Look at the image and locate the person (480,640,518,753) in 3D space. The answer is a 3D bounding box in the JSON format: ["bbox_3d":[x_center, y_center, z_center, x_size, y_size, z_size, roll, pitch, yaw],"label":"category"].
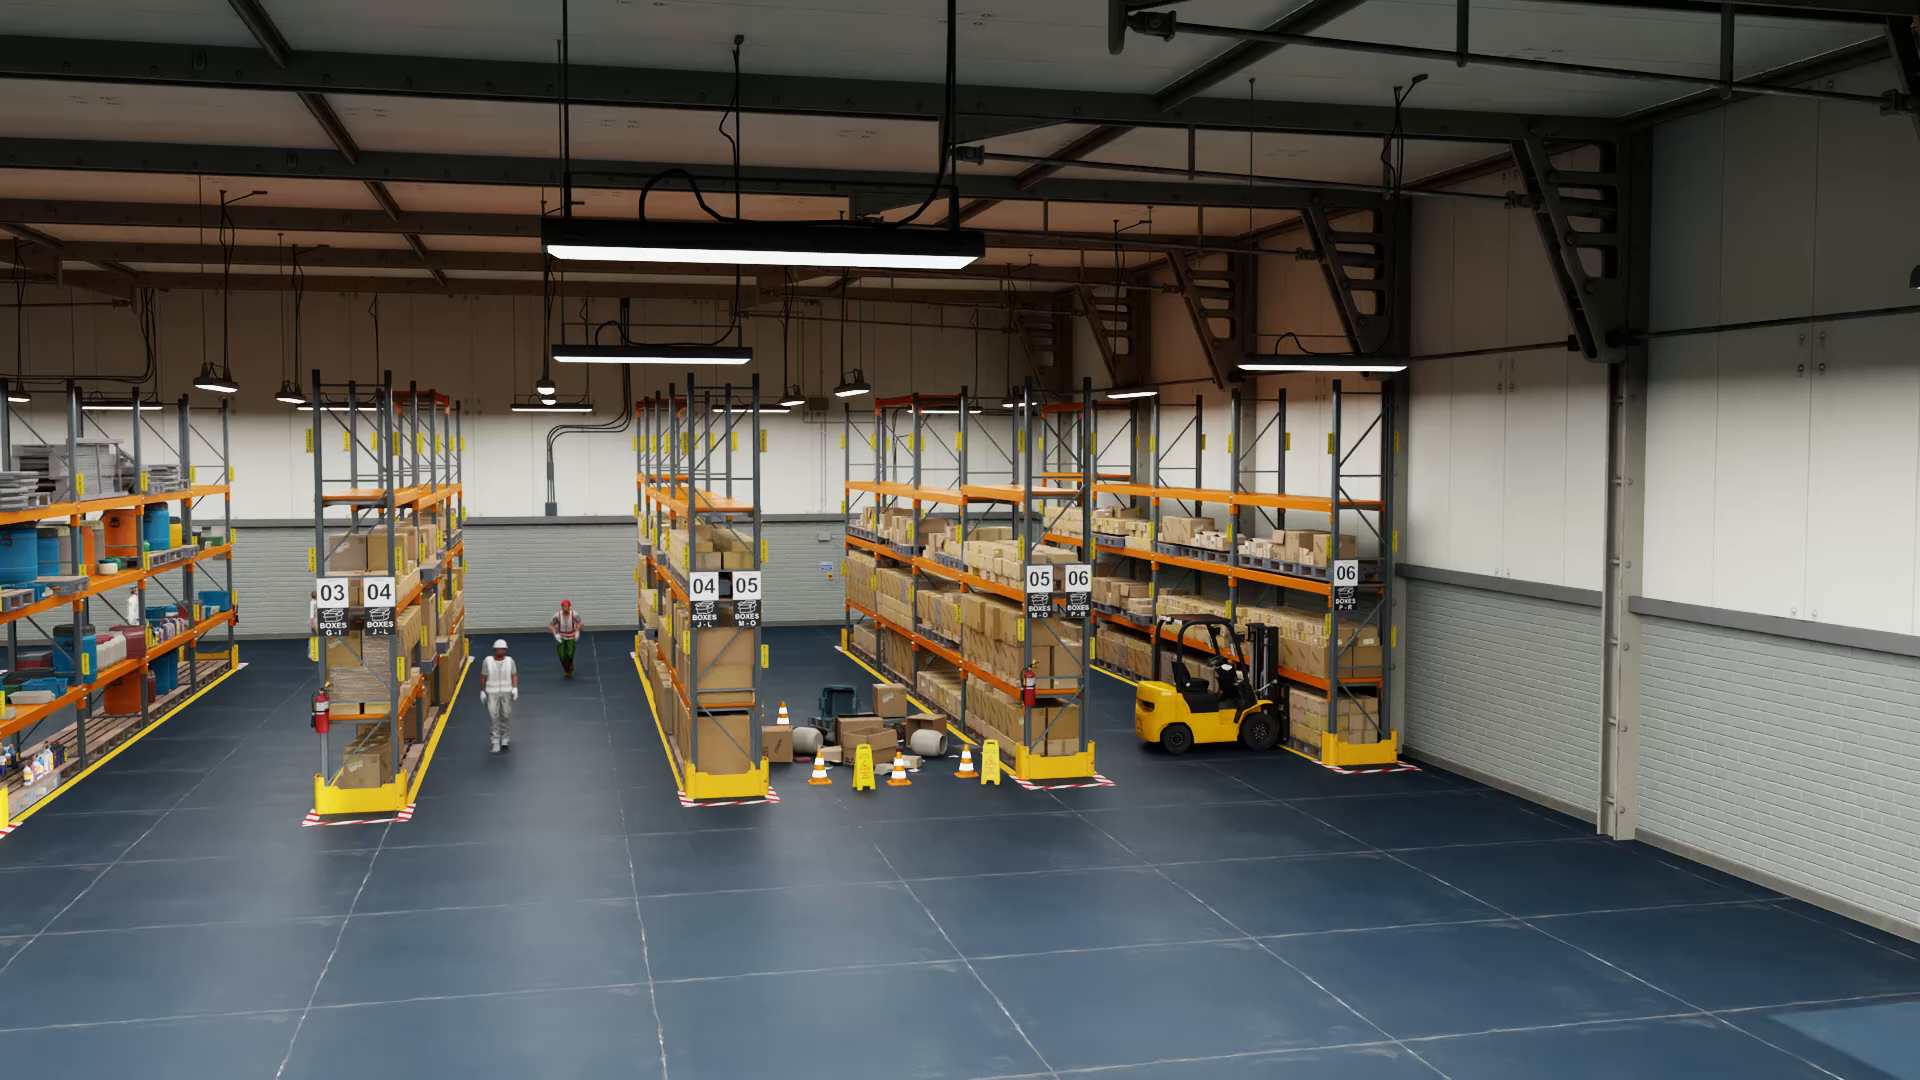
[{"bbox_3d":[-7.542,2.547,27.293,0.589,1.789,0.734,-1,4,-24],"label":"person"}]

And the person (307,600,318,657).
[{"bbox_3d":[-15.003,2.081,38.744,0.445,1.402,0.425,-1,3,-15],"label":"person"}]

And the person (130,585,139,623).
[{"bbox_3d":[-19.381,1.551,39.160,0.305,1.011,0.475,-1,3,-11],"label":"person"}]

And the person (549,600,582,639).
[{"bbox_3d":[-8.456,1.693,35.590,0.649,0.851,0.491,0,3,-6],"label":"person"}]
